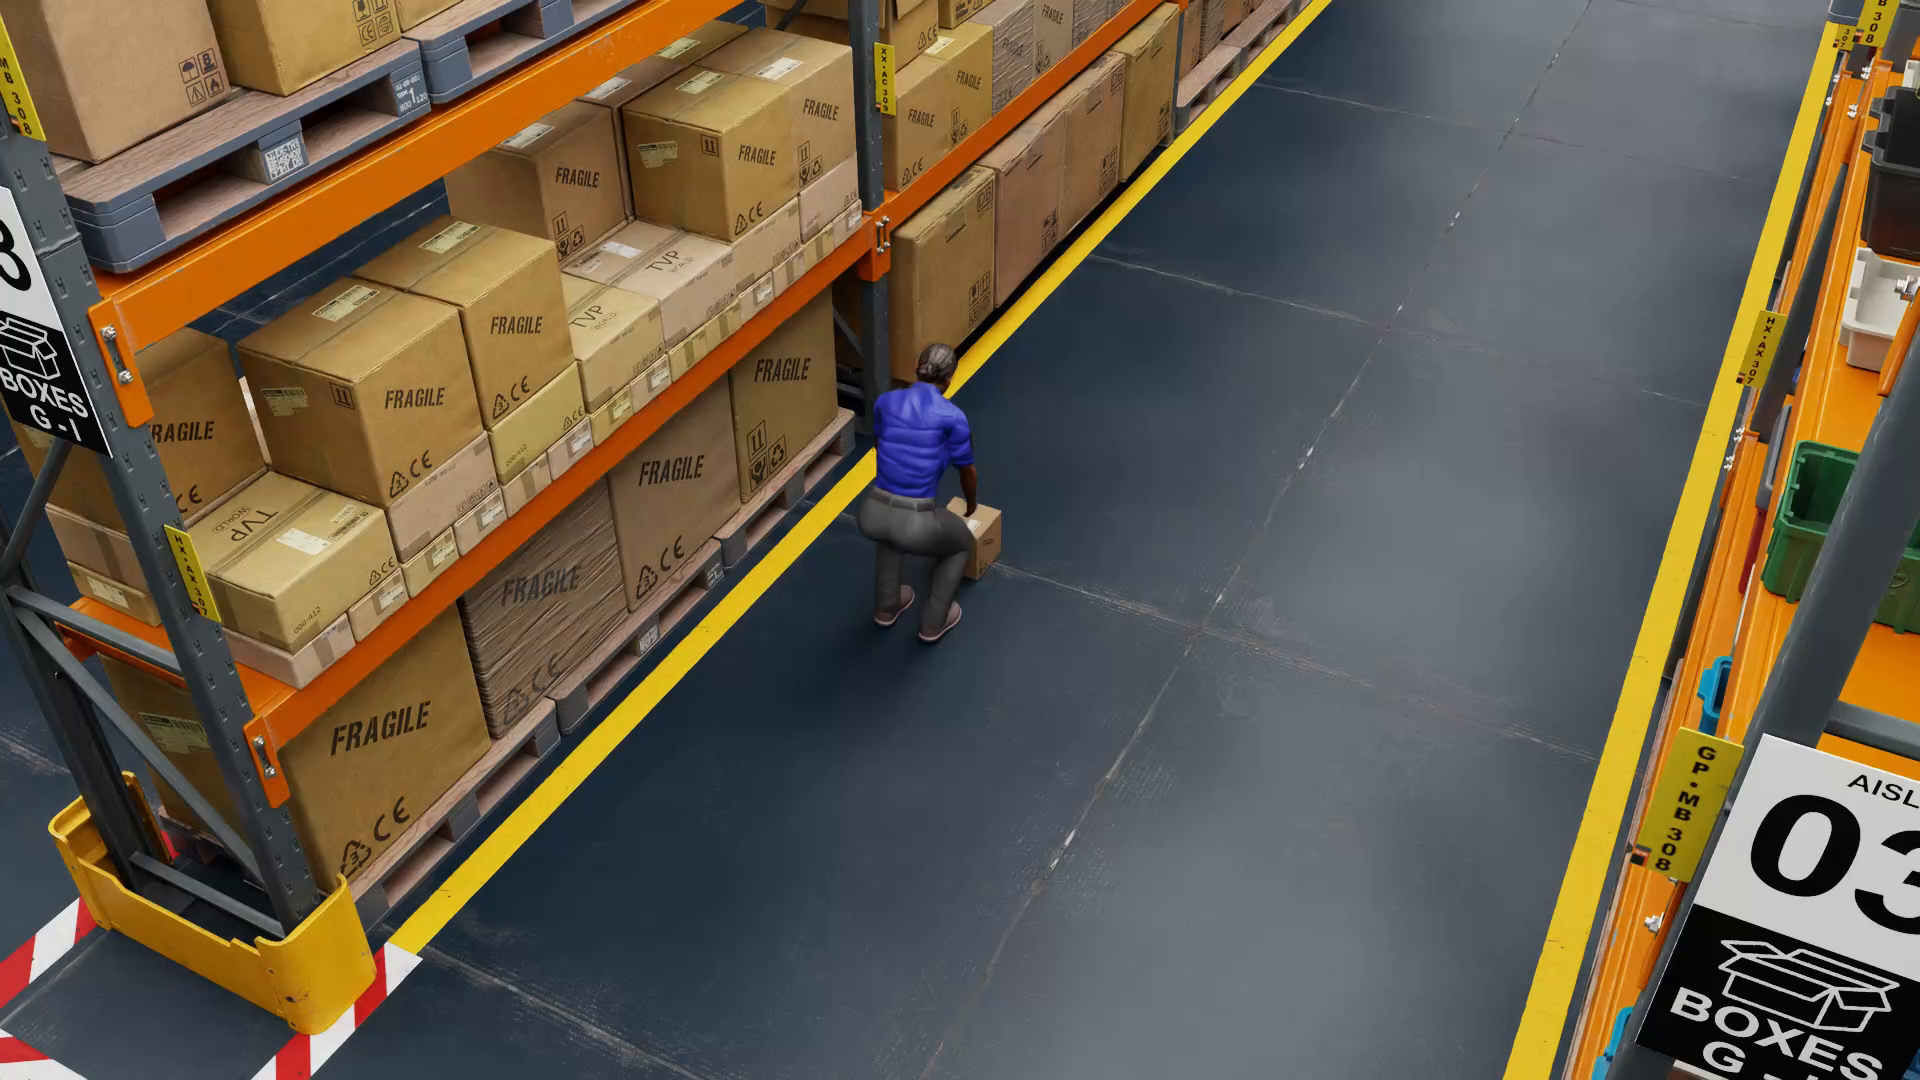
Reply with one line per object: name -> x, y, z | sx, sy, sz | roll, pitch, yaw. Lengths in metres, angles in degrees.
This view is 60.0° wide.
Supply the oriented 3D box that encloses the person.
person -> -0.204, -0.182, 7.301 | 0.497, 1.274, 0.684 | 18, 42, 21
